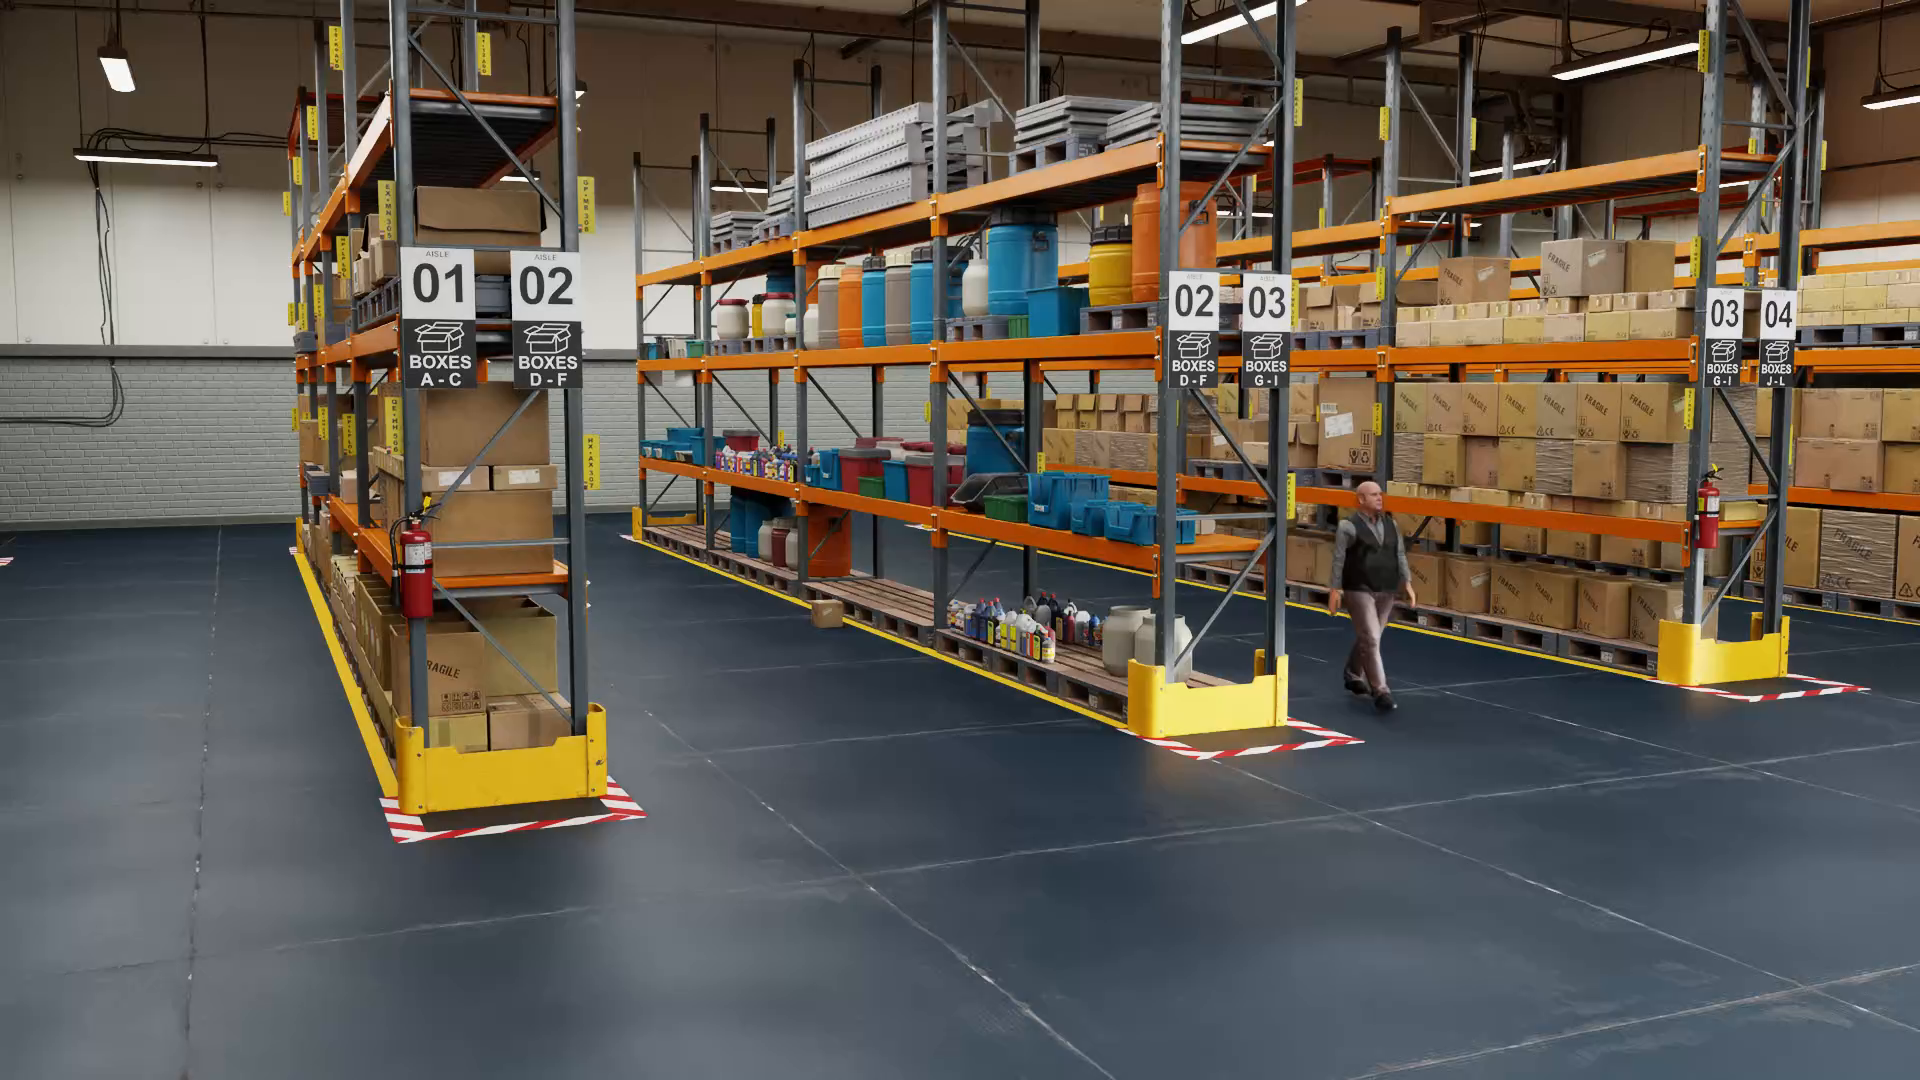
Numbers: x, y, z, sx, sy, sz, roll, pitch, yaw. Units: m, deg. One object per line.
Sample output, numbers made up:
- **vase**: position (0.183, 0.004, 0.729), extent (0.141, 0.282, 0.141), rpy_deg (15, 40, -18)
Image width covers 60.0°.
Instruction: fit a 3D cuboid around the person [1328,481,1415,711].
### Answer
- **person**: position (3.142, 0.397, 12.555), extent (0.554, 1.676, 0.970), rpy_deg (-2, 6, -22)
